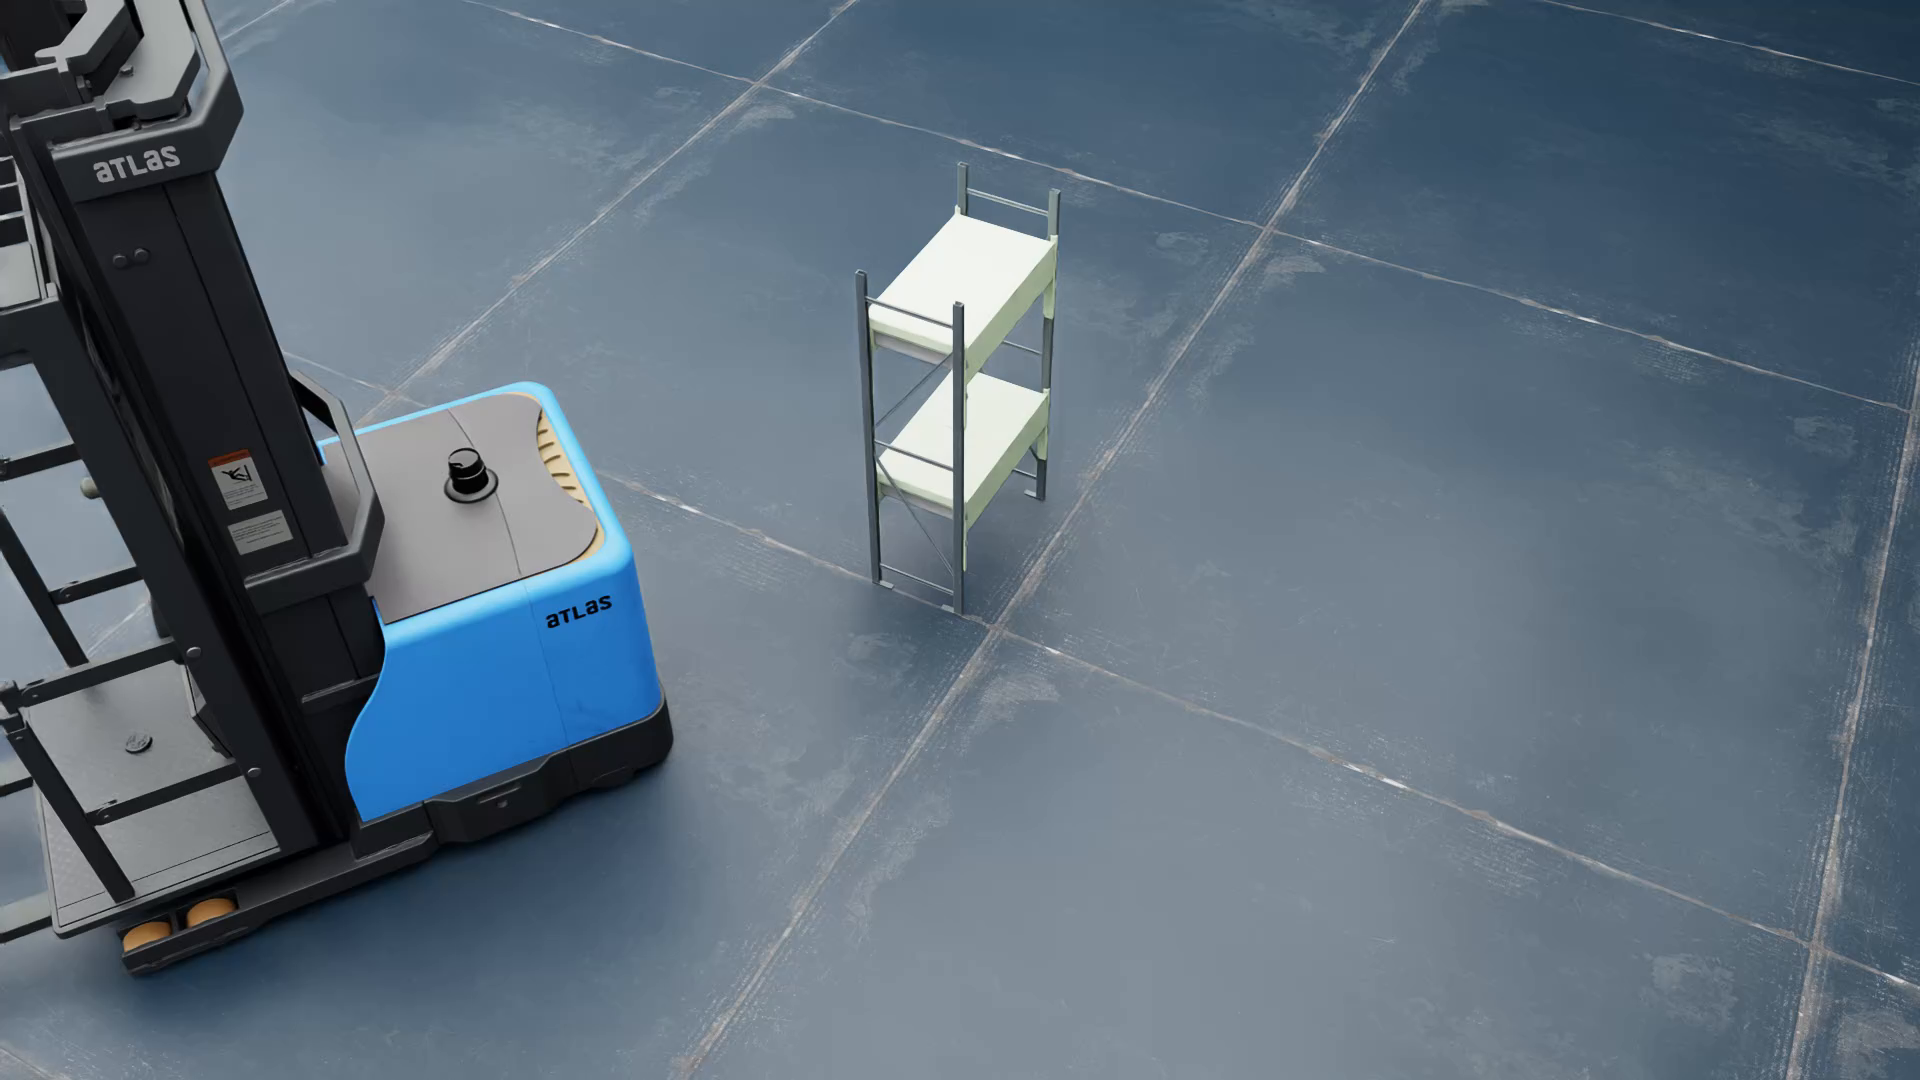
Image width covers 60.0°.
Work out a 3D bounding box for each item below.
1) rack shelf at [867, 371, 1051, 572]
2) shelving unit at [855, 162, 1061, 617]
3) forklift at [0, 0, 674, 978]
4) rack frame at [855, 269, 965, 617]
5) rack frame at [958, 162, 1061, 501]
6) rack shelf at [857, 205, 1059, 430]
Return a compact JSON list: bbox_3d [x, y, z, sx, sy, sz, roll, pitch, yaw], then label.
[{"bbox_3d":[0.003,-0.302,6.453,0.431,0.370,0.720,20,49,19],"label":"rack shelf"},{"bbox_3d":[0.003,-0.531,6.221,0.431,1.500,0.755,20,49,19],"label":"shelving unit"},{"bbox_3d":[-2.575,-0.073,4.761,3.031,2.935,1.130,-20,49,-18],"label":"forklift"},{"bbox_3d":[-0.167,-0.301,5.993,0.400,1.500,0.023,20,49,19],"label":"rack frame"},{"bbox_3d":[0.173,-0.762,6.449,0.400,1.500,0.023,20,49,19],"label":"rack frame"},{"bbox_3d":[0.003,-0.806,5.943,0.431,0.370,0.720,20,49,19],"label":"rack shelf"}]
